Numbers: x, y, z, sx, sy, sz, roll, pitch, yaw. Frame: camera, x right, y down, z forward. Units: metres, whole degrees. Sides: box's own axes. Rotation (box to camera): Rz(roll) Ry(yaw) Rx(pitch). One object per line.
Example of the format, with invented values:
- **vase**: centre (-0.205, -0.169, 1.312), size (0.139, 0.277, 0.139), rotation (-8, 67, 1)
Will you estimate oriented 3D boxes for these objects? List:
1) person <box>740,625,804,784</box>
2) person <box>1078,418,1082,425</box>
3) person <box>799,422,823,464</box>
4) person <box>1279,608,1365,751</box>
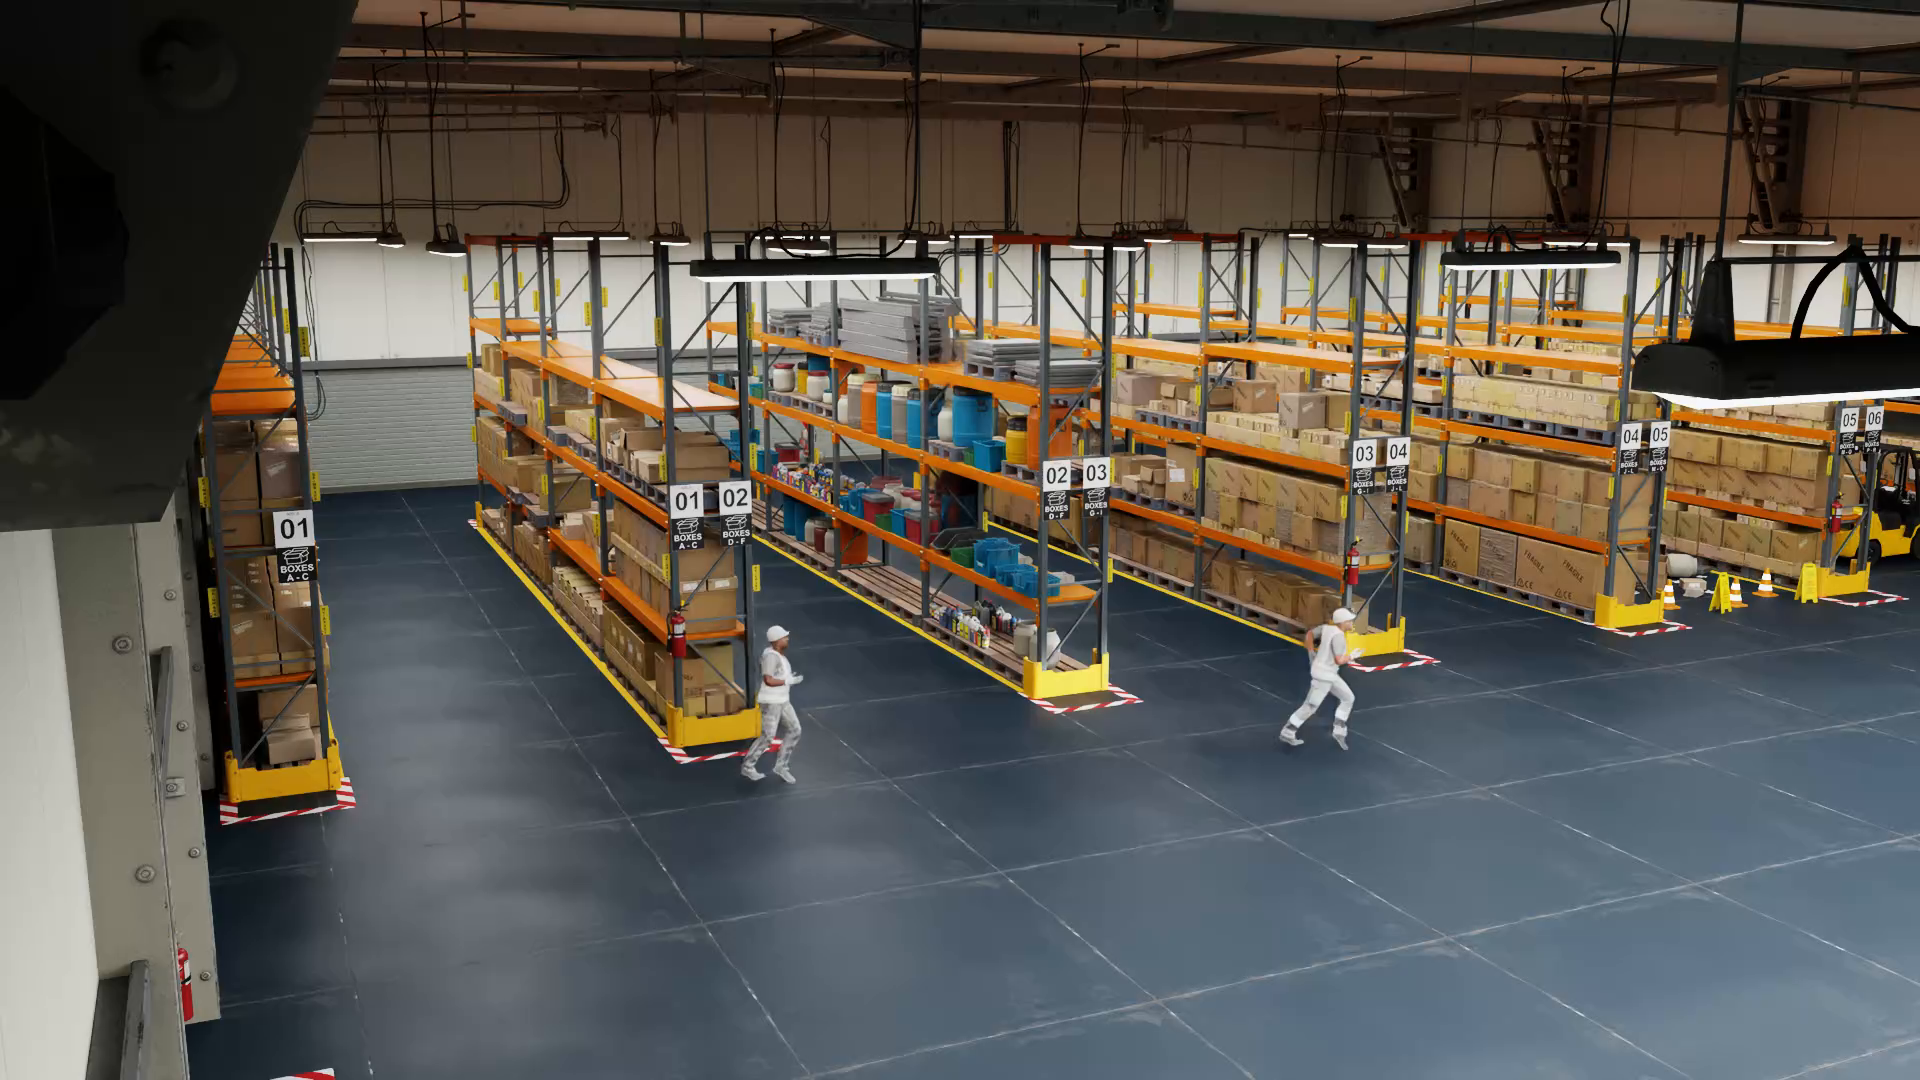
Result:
- **person**: centre (-2.100, 1.861, 18.956), size (0.724, 1.790, 0.685), rotation (2, 11, 11)
- **person**: centre (2.844, -2.043, 39.119), size (0.675, 1.779, 0.806), rotation (-3, 11, -15)
- **person**: centre (-3.477, -1.958, 38.662), size (0.535, 1.745, 0.662), rotation (-3, 11, -17)
- **person**: centre (4.321, 1.682, 19.859), size (0.961, 1.777, 0.627), rotation (2, 11, 9)
